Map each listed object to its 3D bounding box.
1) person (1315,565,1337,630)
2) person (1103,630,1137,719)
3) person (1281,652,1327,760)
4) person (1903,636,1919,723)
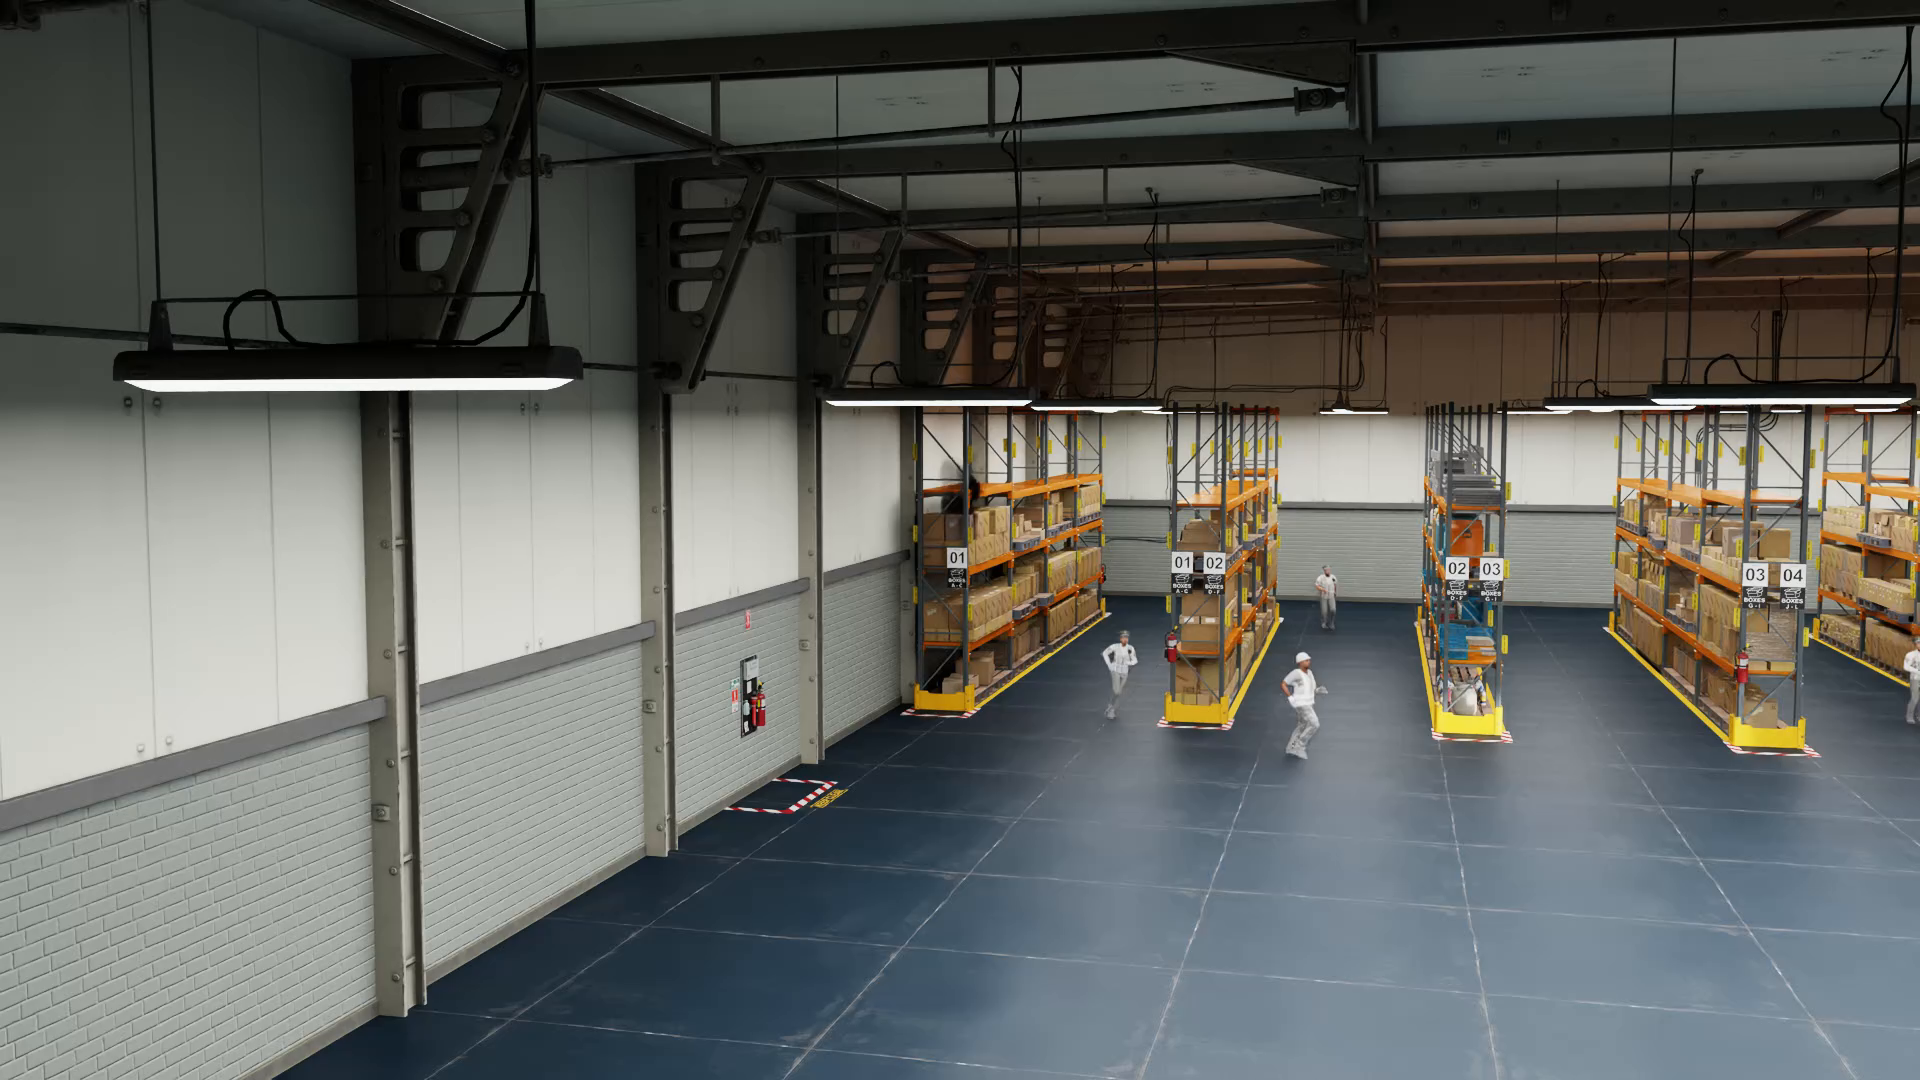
[{"bbox_3d":[9.881,1.552,44.750,0.630,1.794,0.731,0,4,0],"label":"person"},{"bbox_3d":[3.060,2.562,31.678,0.602,1.725,0.626,-1,4,-15],"label":"person"},{"bbox_3d":[5.783,2.779,27.831,0.702,1.790,0.665,3,5,31],"label":"person"},{"bbox_3d":[17.786,2.619,30.795,0.616,1.716,0.683,1,4,9],"label":"person"}]
